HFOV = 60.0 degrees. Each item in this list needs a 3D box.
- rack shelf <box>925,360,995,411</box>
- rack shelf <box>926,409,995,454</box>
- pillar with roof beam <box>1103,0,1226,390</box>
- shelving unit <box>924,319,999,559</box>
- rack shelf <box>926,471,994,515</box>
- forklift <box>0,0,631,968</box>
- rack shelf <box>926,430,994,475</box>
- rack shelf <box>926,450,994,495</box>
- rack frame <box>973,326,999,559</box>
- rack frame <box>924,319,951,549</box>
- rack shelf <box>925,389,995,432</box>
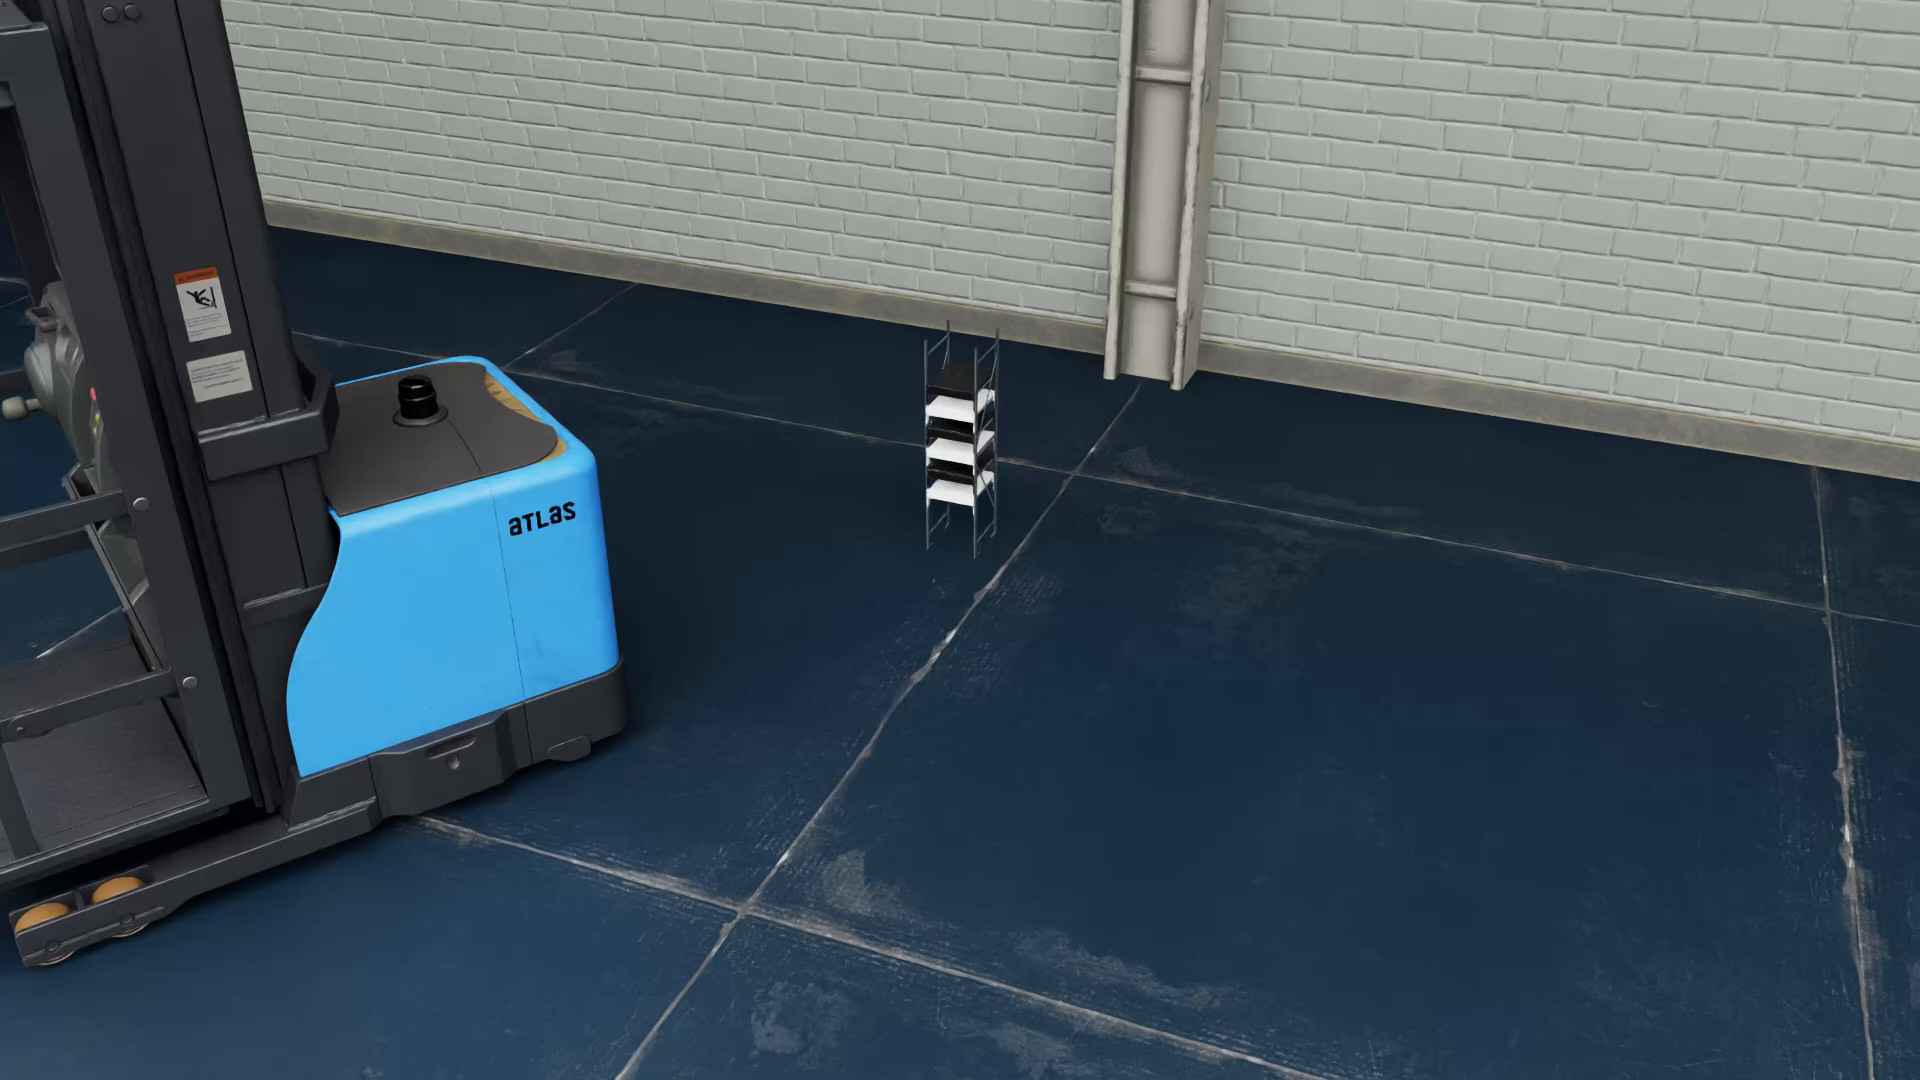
[{"bbox_3d":[0.008,-0.596,6.409,0.200,0.077,0.258,11,31,19],"label":"rack shelf"},{"bbox_3d":[0.008,-0.440,6.498,0.200,0.077,0.258,11,31,19],"label":"rack shelf"},{"bbox_3d":[-0.675,-2.783,2.528,0.400,9.000,9.100,11,31,19],"label":"pillar with roof beam"},{"bbox_3d":[0.008,-0.390,6.526,0.210,0.900,0.258,11,31,19],"label":"shelving unit"},{"bbox_3d":[0.008,-0.205,6.631,0.200,0.077,0.258,11,31,19],"label":"rack shelf"},{"bbox_3d":[-2.599,-0.386,4.455,3.031,2.935,1.130,-19,35,-30],"label":"forklift"},{"bbox_3d":[0.008,-0.361,6.542,0.200,0.077,0.258,11,31,19],"label":"rack shelf"},{"bbox_3d":[0.008,-0.283,6.587,0.200,0.077,0.258,11,31,19],"label":"rack shelf"},{"bbox_3d":[0.102,-0.371,6.493,0.006,0.900,0.240,11,31,19],"label":"rack frame"},{"bbox_3d":[-0.087,-0.409,6.559,0.006,0.900,0.240,11,31,19],"label":"rack frame"},{"bbox_3d":[0.008,-0.518,6.454,0.200,0.077,0.258,11,31,19],"label":"rack shelf"}]
